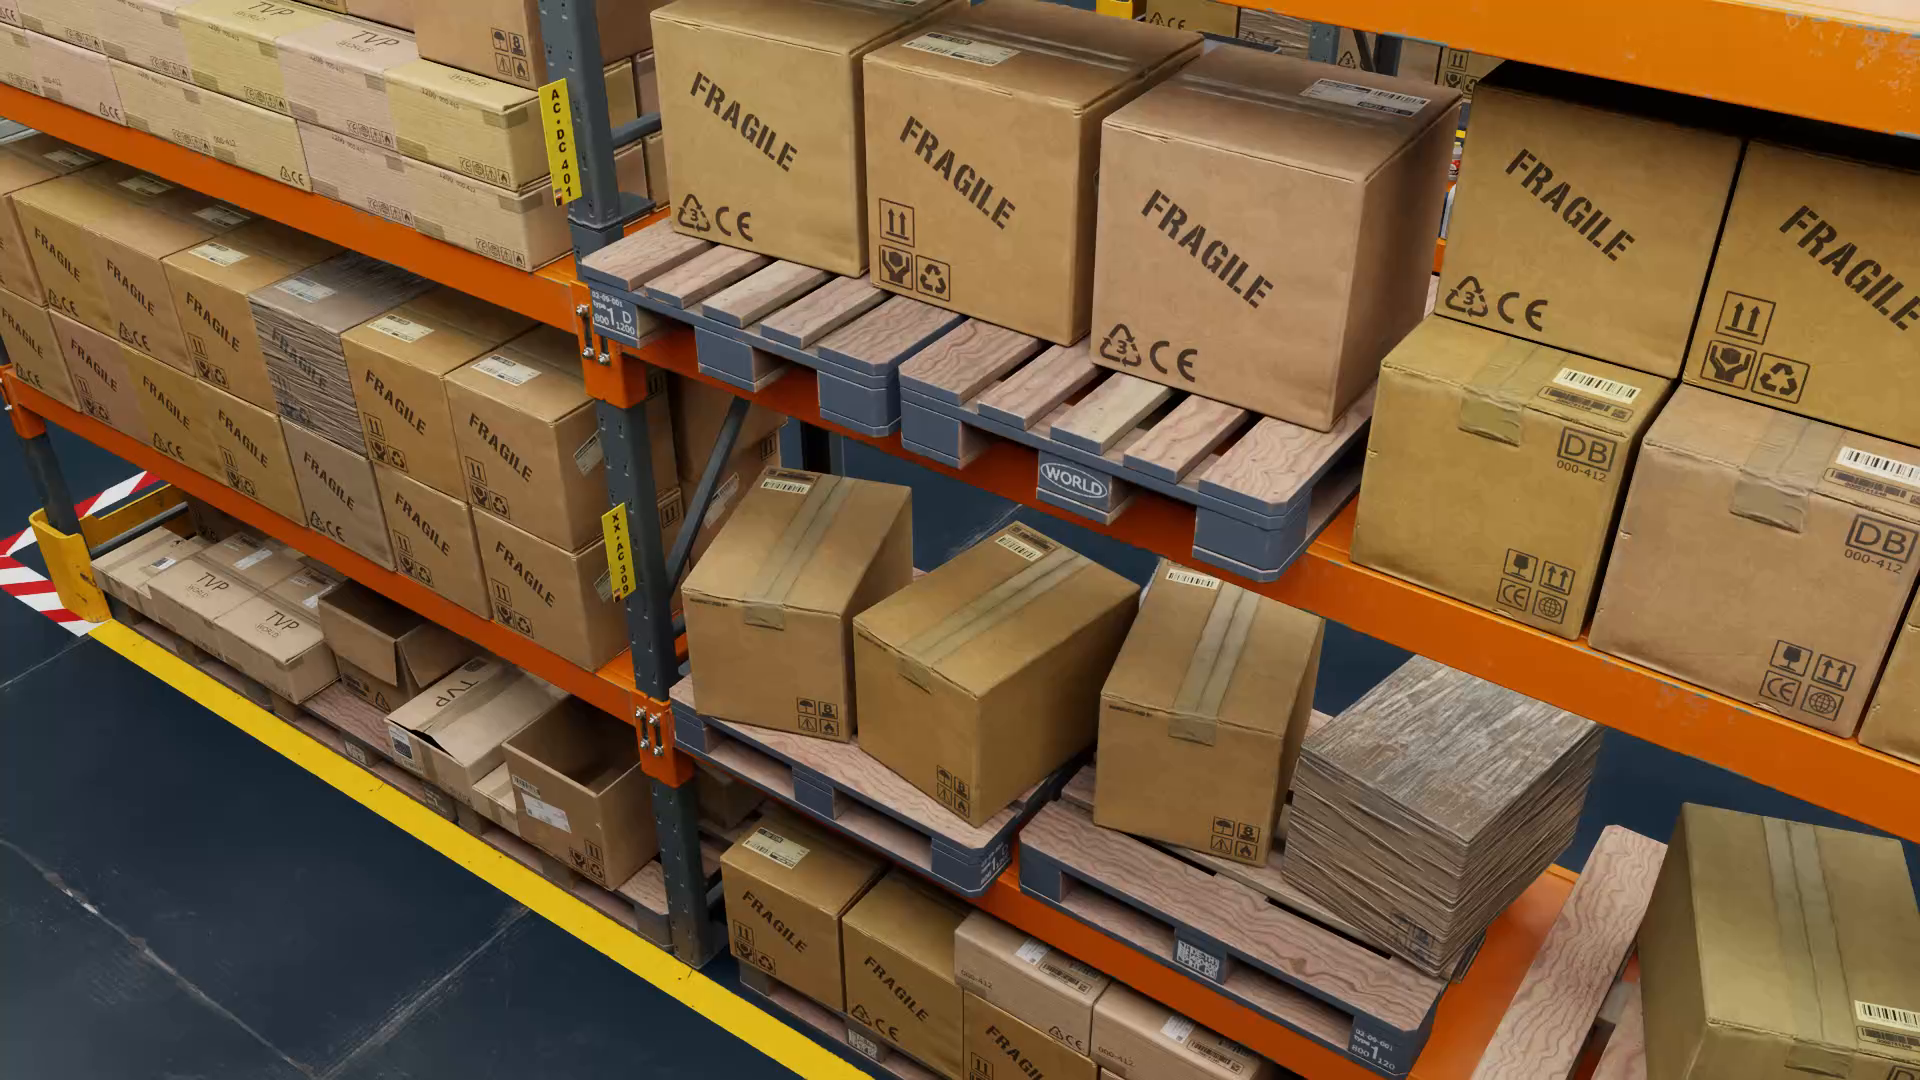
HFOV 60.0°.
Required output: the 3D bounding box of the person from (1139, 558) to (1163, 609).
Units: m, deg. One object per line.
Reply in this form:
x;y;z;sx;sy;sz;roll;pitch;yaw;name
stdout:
1.011;0.389;6.751;0.628;1.487;0.490;22;40;29;person
